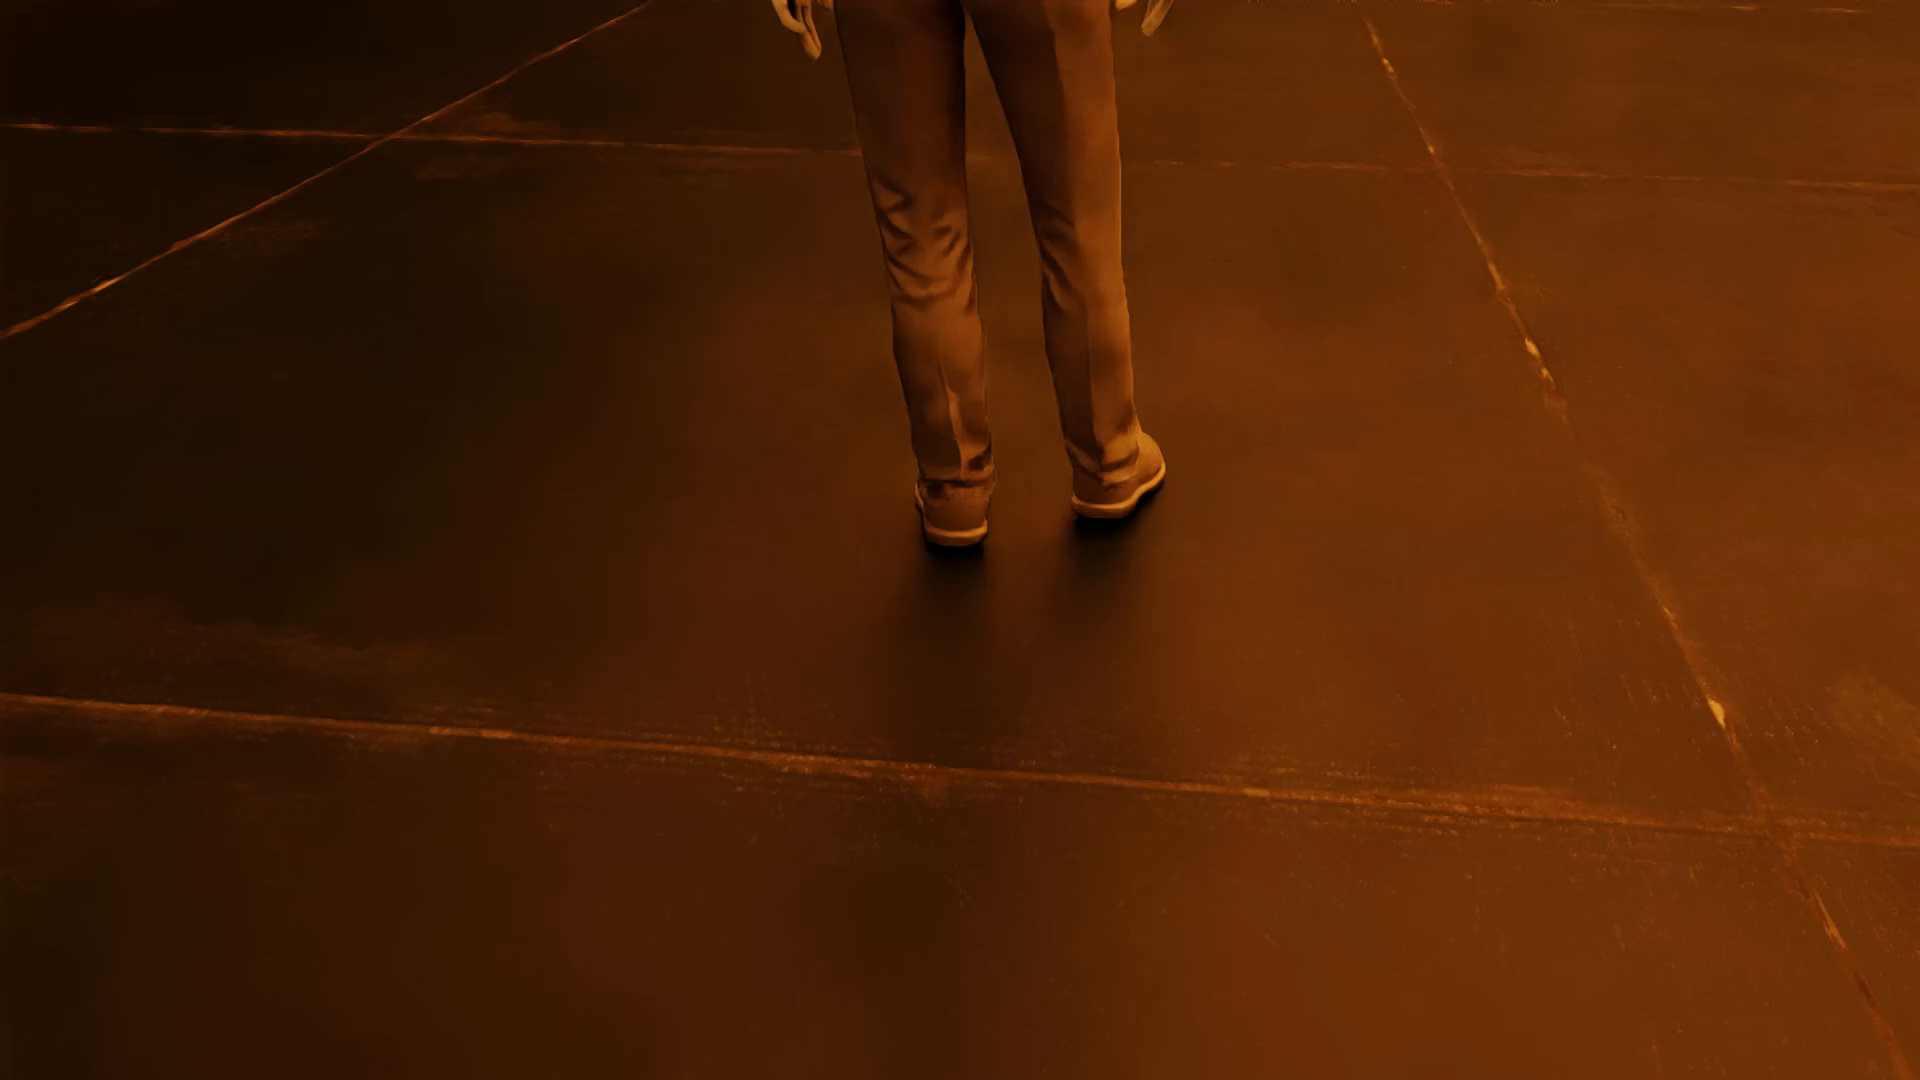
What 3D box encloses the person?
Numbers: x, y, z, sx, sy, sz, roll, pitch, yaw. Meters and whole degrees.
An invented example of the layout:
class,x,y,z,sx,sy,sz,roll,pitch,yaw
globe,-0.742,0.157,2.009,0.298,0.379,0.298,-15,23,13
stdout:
class,x,y,z,sx,sy,sz,roll,pitch,yaw
person,0.016,-0.794,2.180,0.586,1.692,0.529,3,27,7
